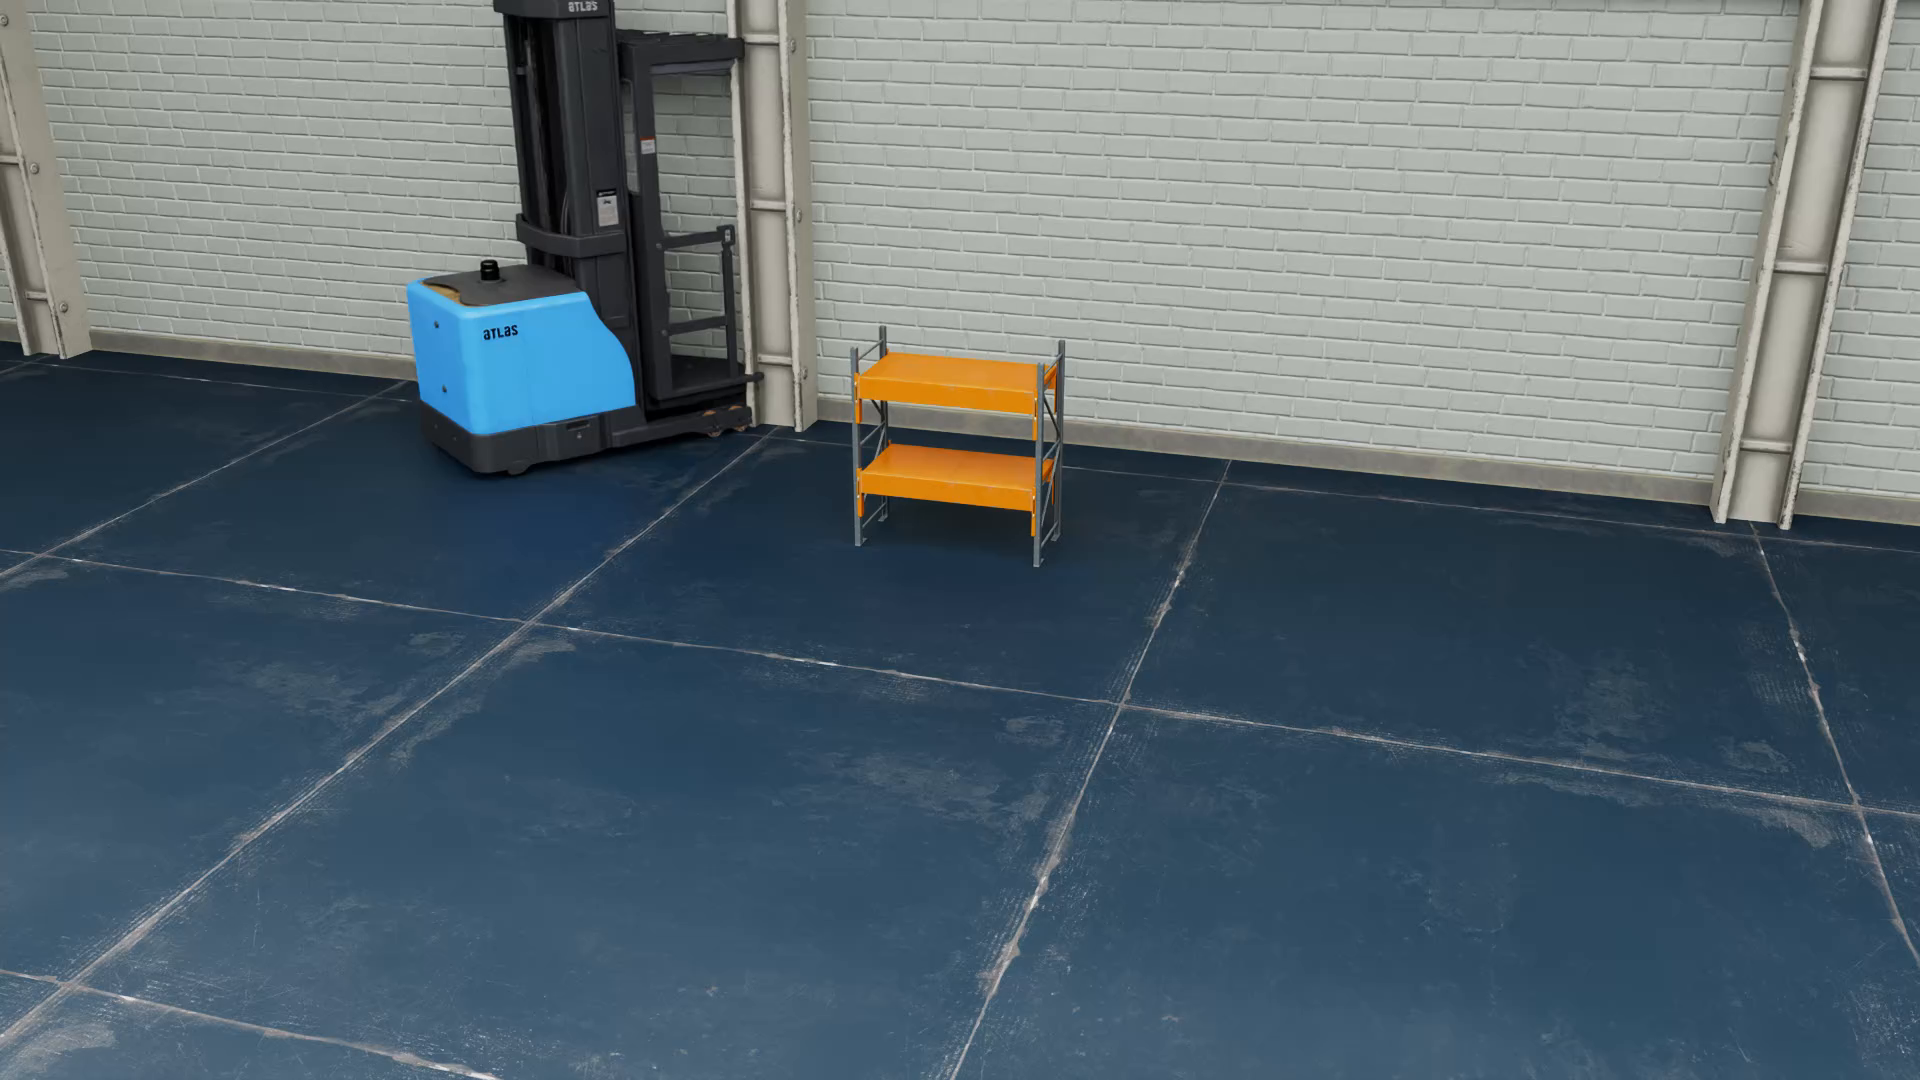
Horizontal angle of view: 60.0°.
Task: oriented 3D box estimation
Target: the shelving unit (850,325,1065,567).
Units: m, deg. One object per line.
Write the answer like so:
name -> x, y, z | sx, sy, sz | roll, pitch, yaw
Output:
shelving unit -> -0.006, -0.521, 9.058 | 1.048, 1.125, 0.538 | 7, 23, 16

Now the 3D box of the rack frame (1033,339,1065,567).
rack frame -> 0.480, -0.465, 8.922 | 0.032, 1.125, 0.500 | 7, 23, 16

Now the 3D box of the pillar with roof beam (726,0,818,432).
pillar with roof beam -> -2.433, -3.393, 5.684 | 0.400, 9.000, 9.100 | 7, 23, 16

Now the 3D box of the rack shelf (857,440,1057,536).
rack shelf -> -0.006, -0.295, 9.151 | 1.000, 0.278, 0.538 | 7, 23, 16

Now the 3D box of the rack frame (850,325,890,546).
rack frame -> -0.493, -0.577, 9.194 | 0.032, 1.125, 0.500 | 7, 23, 16

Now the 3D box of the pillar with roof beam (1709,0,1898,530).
pillar with roof beam -> 3.311, -2.735, 4.080 | 0.400, 9.000, 9.100 | 7, 23, 16

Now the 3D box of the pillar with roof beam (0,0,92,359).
pillar with roof beam -> -8.177, -4.050, 7.287 | 0.400, 9.000, 9.100 | 7, 23, 16

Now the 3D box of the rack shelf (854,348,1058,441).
rack shelf -> -0.006, -0.792, 8.947 | 1.000, 0.278, 0.538 | 7, 23, 16

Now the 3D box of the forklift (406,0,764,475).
forklift -> -1.997, -2.181, 10.725 | 3.031, 2.935, 1.130 | -16, 27, -34
